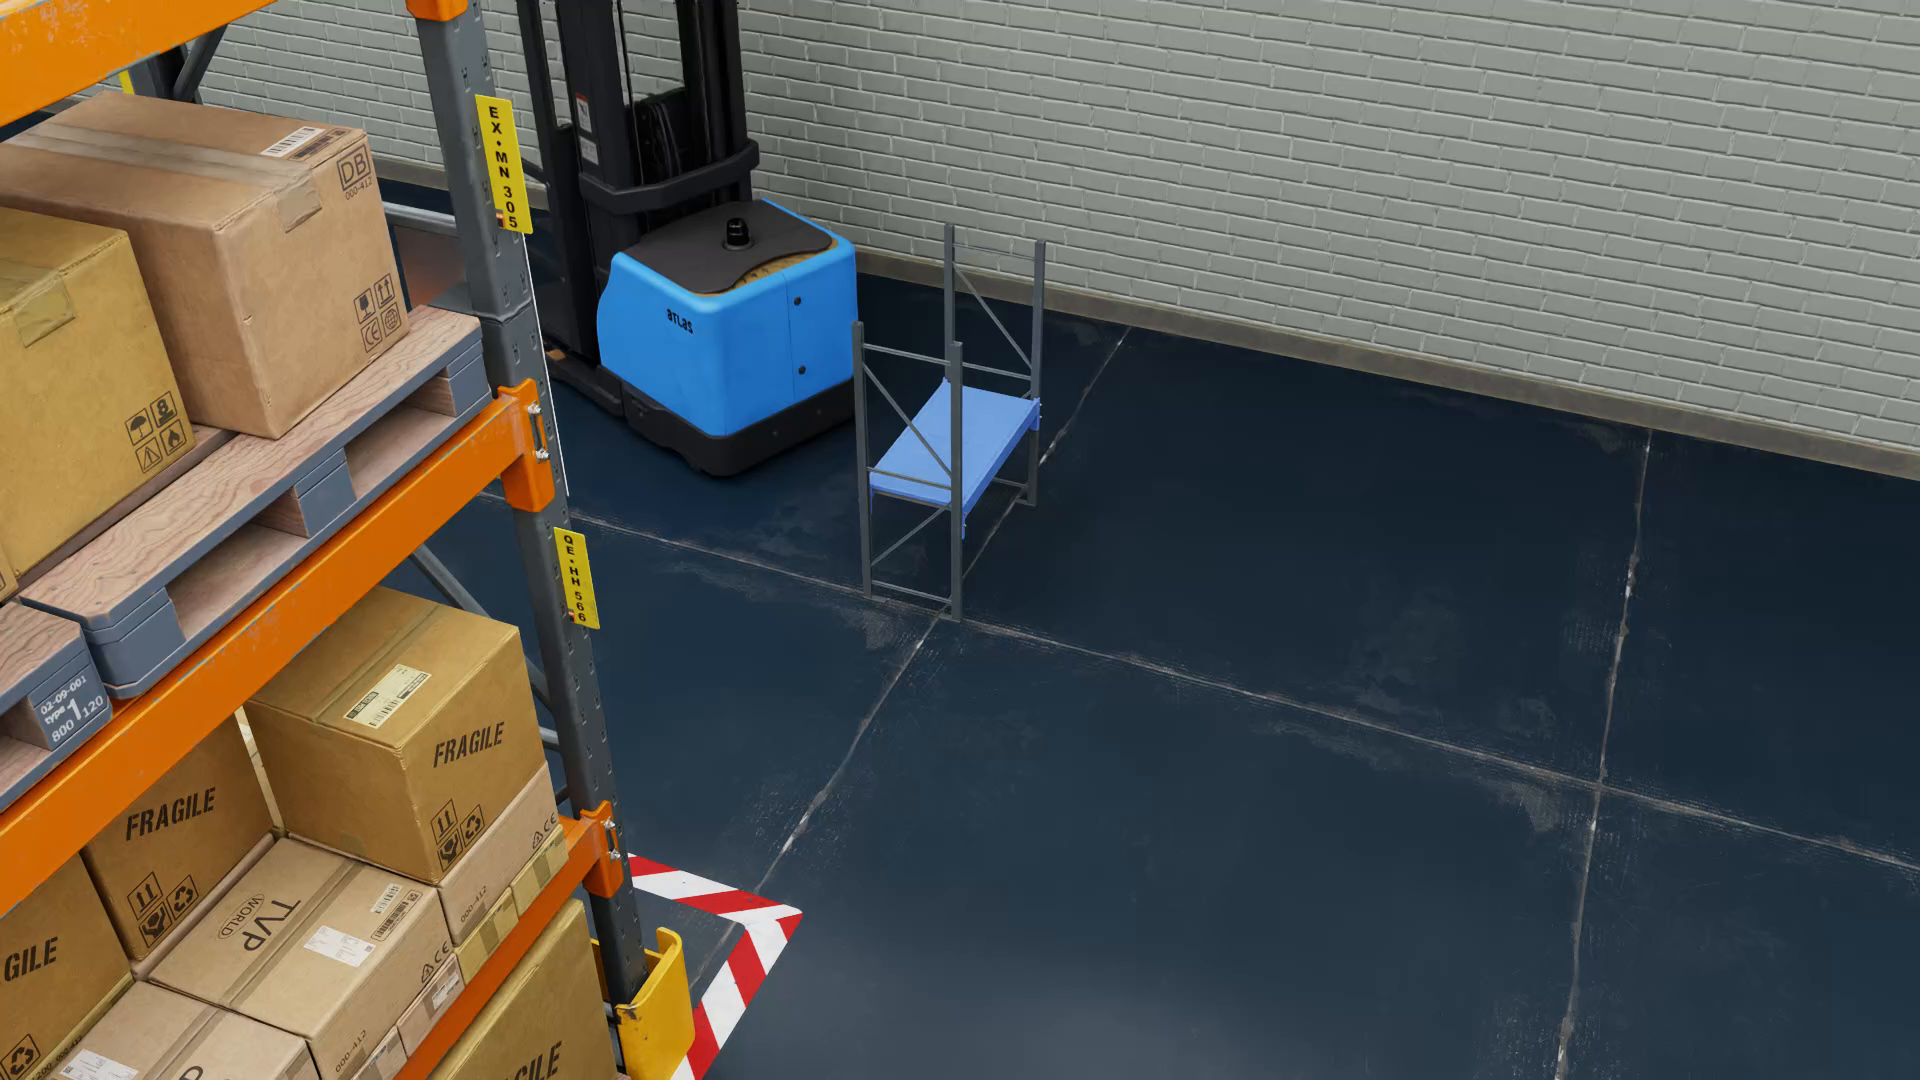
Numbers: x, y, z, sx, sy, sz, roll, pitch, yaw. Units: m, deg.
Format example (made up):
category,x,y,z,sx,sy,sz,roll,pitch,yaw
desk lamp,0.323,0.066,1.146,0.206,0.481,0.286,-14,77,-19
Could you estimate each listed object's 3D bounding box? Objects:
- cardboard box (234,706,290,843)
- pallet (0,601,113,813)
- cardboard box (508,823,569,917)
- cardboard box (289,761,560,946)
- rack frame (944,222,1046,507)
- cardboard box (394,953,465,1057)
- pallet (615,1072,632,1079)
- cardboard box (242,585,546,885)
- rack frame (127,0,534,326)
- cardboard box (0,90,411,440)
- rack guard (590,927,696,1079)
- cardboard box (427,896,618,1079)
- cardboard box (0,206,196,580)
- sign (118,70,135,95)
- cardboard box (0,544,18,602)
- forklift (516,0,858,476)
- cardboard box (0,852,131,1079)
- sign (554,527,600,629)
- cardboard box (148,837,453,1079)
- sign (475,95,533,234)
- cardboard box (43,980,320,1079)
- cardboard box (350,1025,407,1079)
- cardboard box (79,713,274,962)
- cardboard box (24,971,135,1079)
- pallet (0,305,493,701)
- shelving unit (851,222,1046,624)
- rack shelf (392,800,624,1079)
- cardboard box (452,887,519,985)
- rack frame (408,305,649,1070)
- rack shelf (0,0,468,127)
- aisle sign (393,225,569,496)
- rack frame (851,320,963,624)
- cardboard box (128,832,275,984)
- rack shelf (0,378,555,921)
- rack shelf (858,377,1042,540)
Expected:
category,x,y,z,sx,sy,sz,roll,pitch,yaw
cardboard box,-1.977,0.679,4.814,0.500,0.250,0.500,13,39,17
pallet,-2.280,0.459,2.801,1.003,0.211,1.213,14,39,18
cardboard box,-1.376,0.907,4.843,0.380,0.149,0.250,15,39,19
cardboard box,-1.484,0.804,4.648,0.500,0.250,0.500,13,39,17
rack frame,0.161,-0.835,8.216,0.500,1.500,0.032,14,39,18
cardboard box,-1.570,1.190,4.463,0.380,0.149,0.250,14,39,18
pallet,-1.776,2.111,5.351,1.003,0.211,1.213,14,39,18
cardboard box,-1.487,0.504,4.422,0.500,0.500,0.500,14,39,18
rack frame,-1.545,-1.869,3.336,1.000,3.000,0.127,14,39,18
cardboard box,-1.693,-0.616,3.647,0.700,0.500,0.500,12,38,15
rack guard,-1.535,1.522,5.898,1.175,0.500,0.348,14,39,18
cardboard box,-1.714,1.589,5.144,0.875,0.875,0.875,14,39,18
cardboard box,-2.018,-0.332,3.267,0.700,0.500,0.500,12,39,16
sign,-2.056,-1.179,4.122,0.100,0.325,0.005,14,39,18
cardboard box,-2.170,-0.034,2.869,0.700,0.500,0.500,11,38,15
forklift,-1.908,-2.294,8.972,1.130,2.935,3.031,-30,46,-34
cardboard box,-2.359,0.944,3.834,0.500,0.500,0.500,13,39,17
sign,-1.048,0.107,4.539,0.100,0.325,0.005,14,39,18
cardboard box,-1.677,1.084,4.272,0.500,0.250,0.500,13,39,17
sign,-1.048,-0.859,3.817,0.100,0.325,0.005,14,39,18
cardboard box,-1.870,1.366,3.895,0.500,0.250,0.500,13,39,16
cardboard box,-1.666,1.328,4.279,0.380,0.149,0.250,15,39,19
cardboard box,-2.167,0.656,4.220,0.500,0.500,0.500,13,39,17
cardboard box,-2.363,1.246,4.056,0.500,0.250,0.500,13,39,16
pallet,-1.817,-0.219,3.708,1.003,0.211,1.213,14,39,18
shelving unit,-0.032,-0.554,7.839,0.538,1.500,1.048,14,39,18
rack shelf,-2.306,1.929,3.866,1.077,0.370,4.000,14,39,18
cardboard box,-1.473,1.051,4.650,0.380,0.149,0.250,14,39,18
rack frame,-1.545,0.534,5.132,1.000,3.000,0.127,14,39,18
rack shelf,-2.306,-0.313,2.189,1.077,0.370,4.000,14,39,18
aisle sign,-1.240,-0.479,4.315,0.394,0.787,0.004,14,39,18
rack frame,-0.226,-0.272,7.463,0.500,1.500,0.032,14,39,18
cardboard box,-2.169,0.968,4.427,0.500,0.250,0.500,13,39,17
rack shelf,-2.306,0.728,2.968,1.077,0.370,4.000,14,39,18
rack shelf,-0.032,-0.409,7.947,0.538,0.185,1.000,14,39,18
